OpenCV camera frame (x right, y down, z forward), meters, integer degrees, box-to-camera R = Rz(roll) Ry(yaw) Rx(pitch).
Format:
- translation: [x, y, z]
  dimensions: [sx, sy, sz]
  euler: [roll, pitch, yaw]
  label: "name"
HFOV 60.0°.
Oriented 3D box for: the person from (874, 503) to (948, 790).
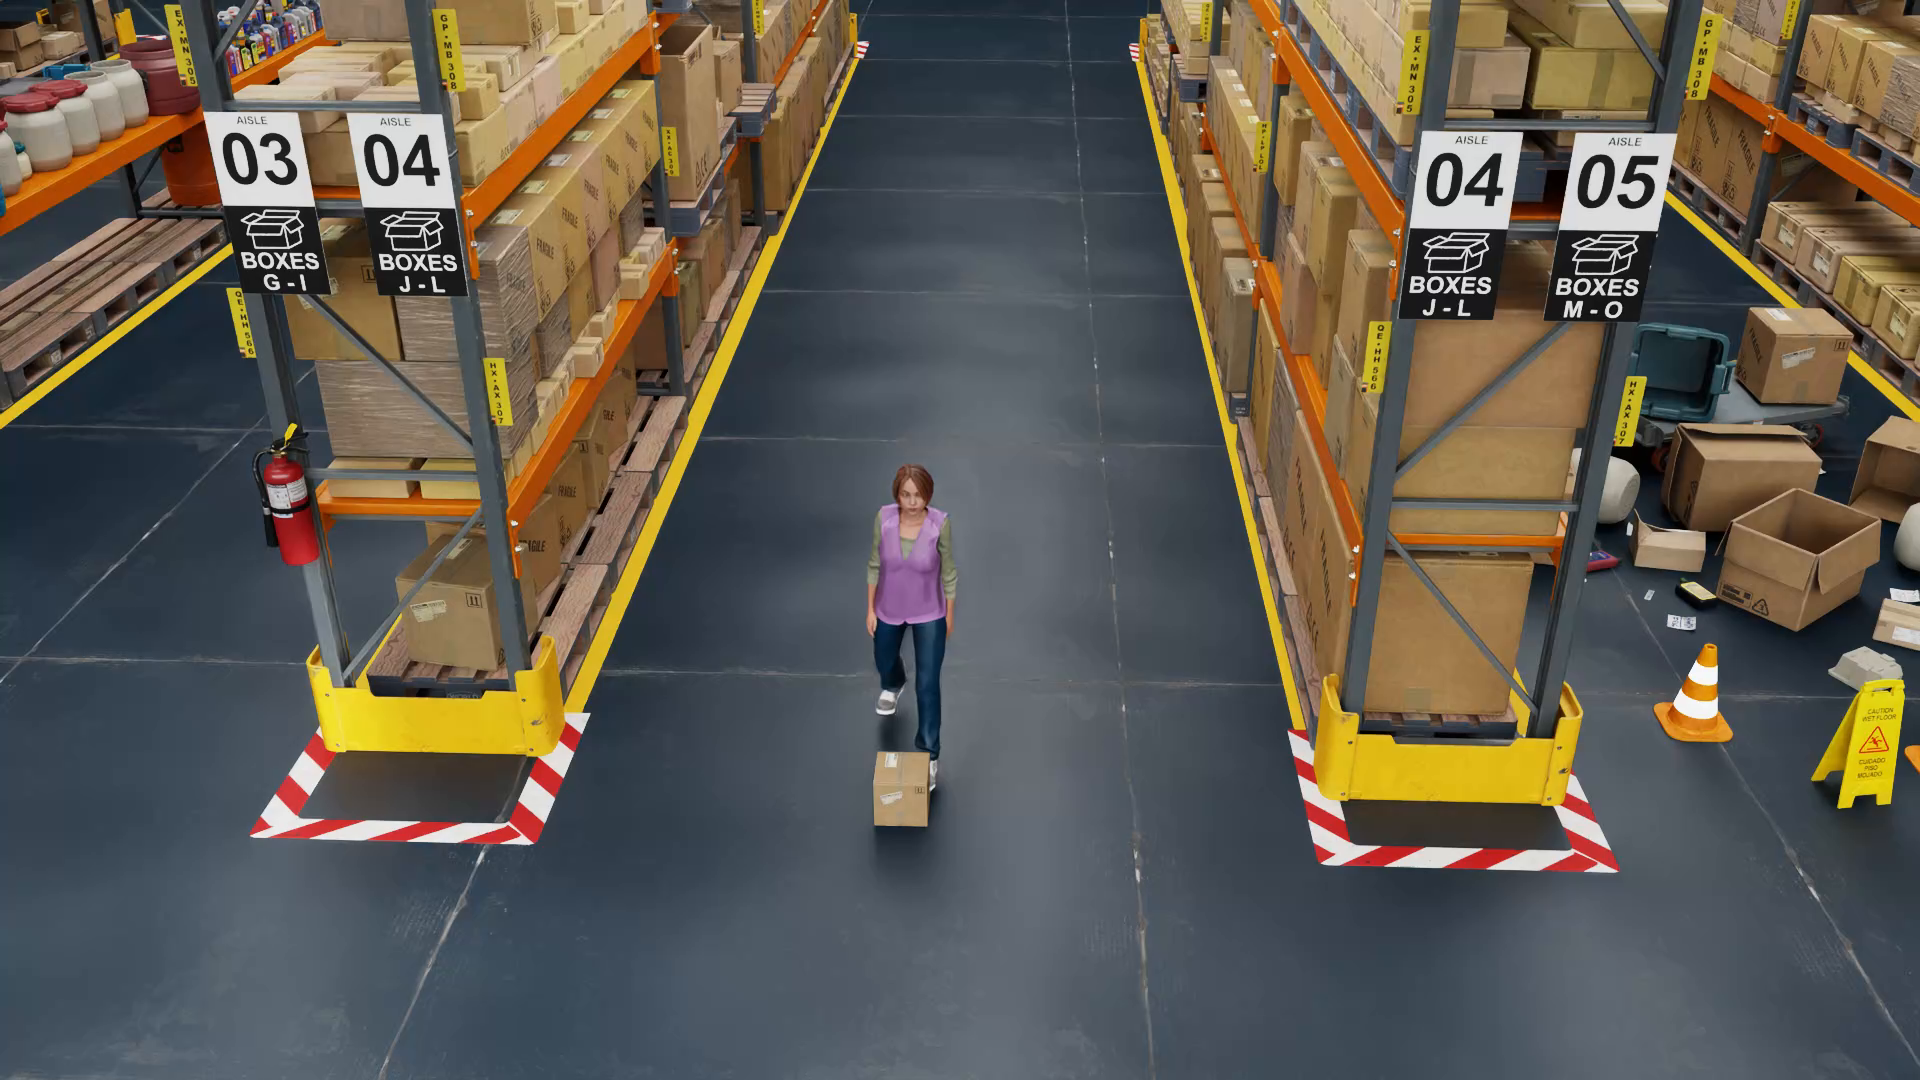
- translation: [-0.265, 0.440, 8.028]
  dimensions: [0.414, 1.346, 0.803]
  euler: [5, 29, 9]
  label: "person"
